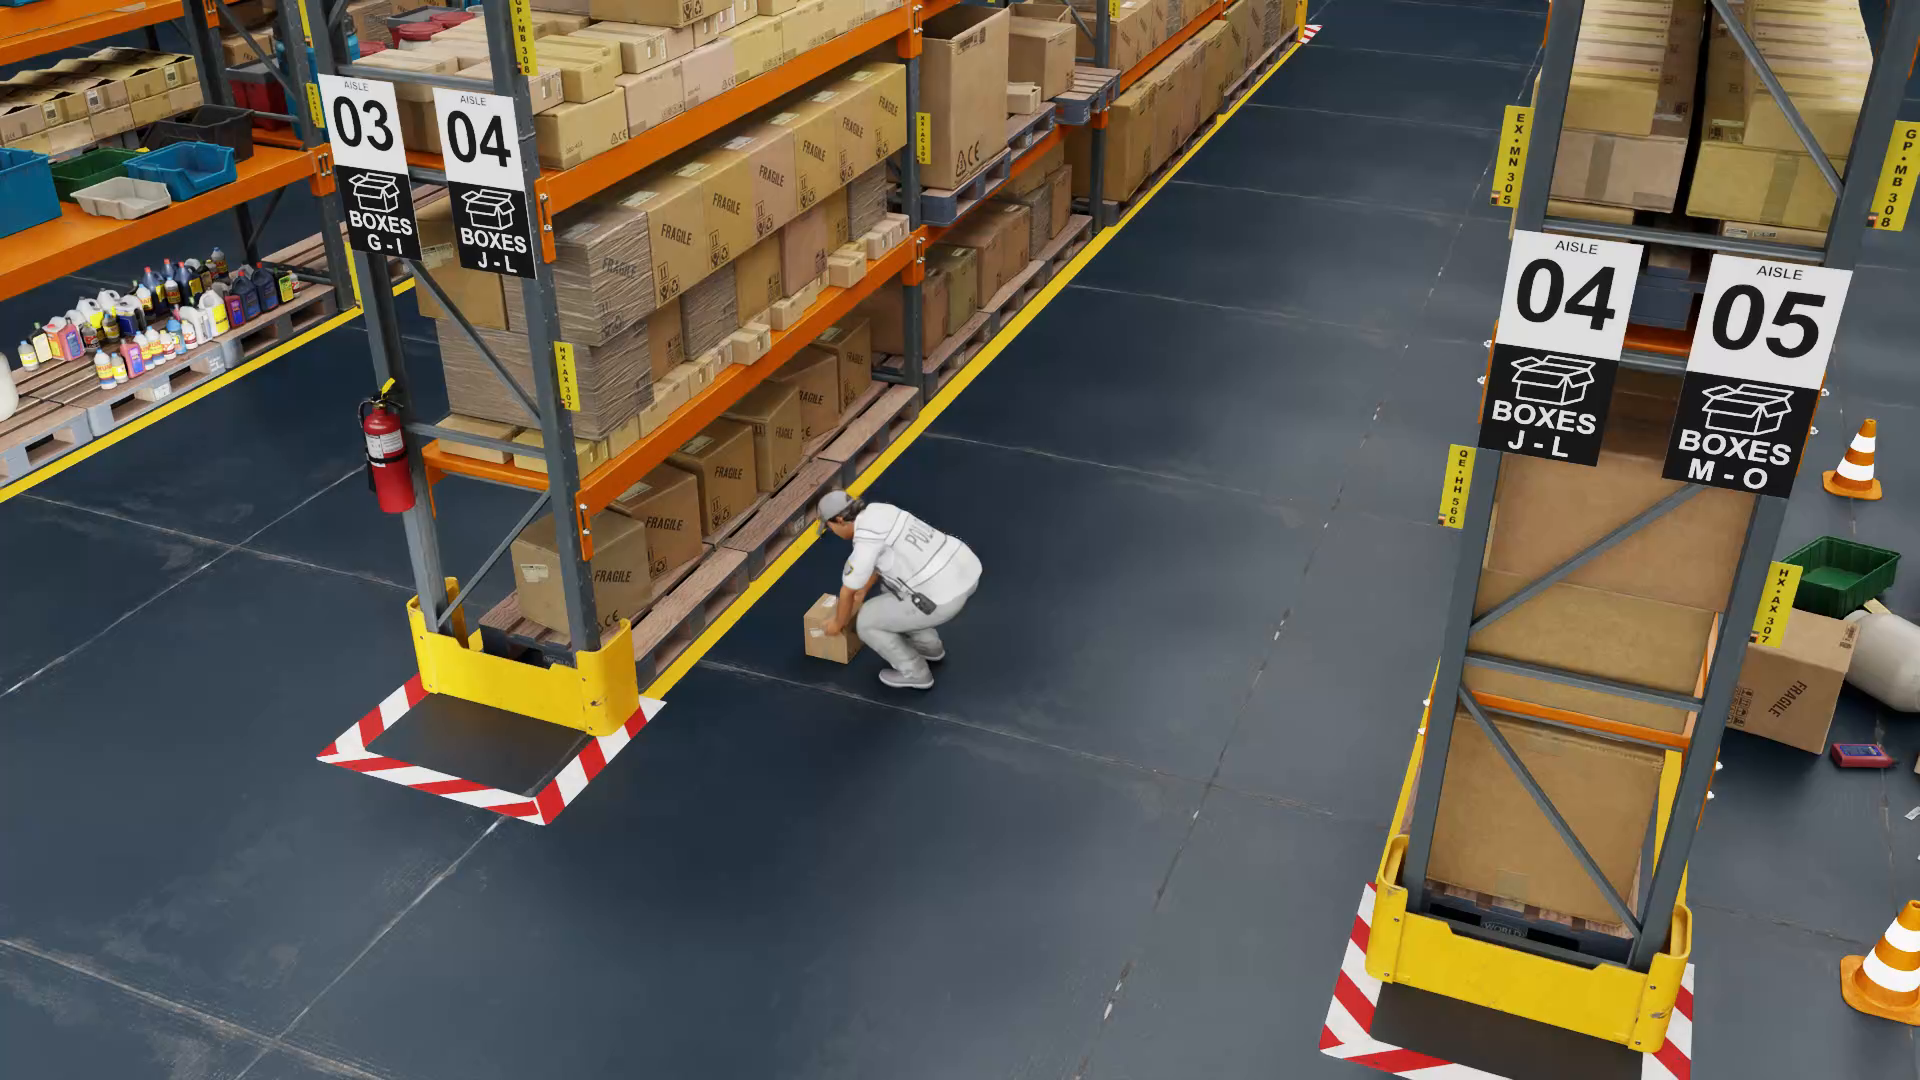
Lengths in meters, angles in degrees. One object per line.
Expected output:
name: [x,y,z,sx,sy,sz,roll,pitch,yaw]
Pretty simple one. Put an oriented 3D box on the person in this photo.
person: [-0.332,0.240,8.629,0.826,1.016,0.522,11,32,19]
